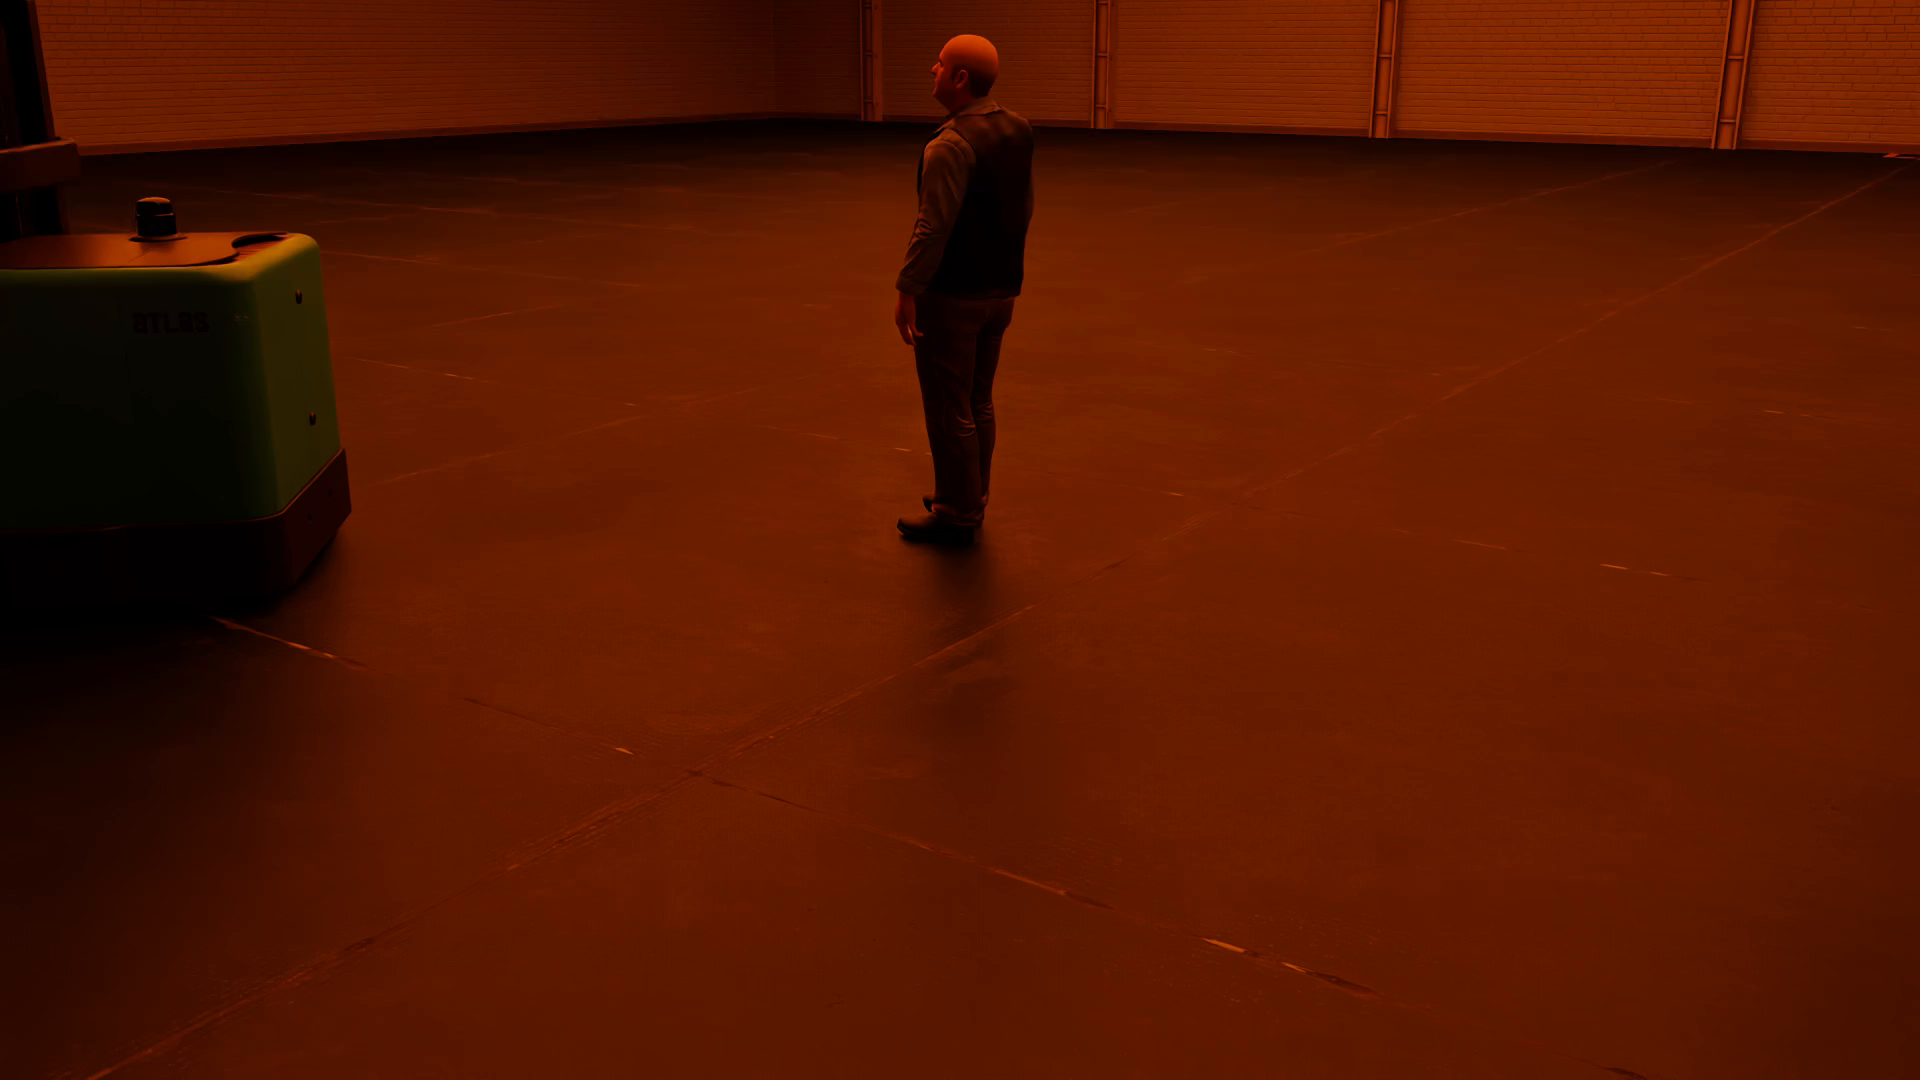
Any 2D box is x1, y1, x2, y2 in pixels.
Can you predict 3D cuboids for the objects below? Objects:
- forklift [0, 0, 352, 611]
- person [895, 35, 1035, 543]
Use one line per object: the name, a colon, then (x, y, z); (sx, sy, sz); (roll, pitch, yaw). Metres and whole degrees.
forklift: (-3.653, -1.258, 5.038); (3.031, 2.935, 1.130); (-2, 17, -7)
person: (-0.048, -0.844, 5.740); (0.566, 1.722, 0.634); (11, 20, 33)
